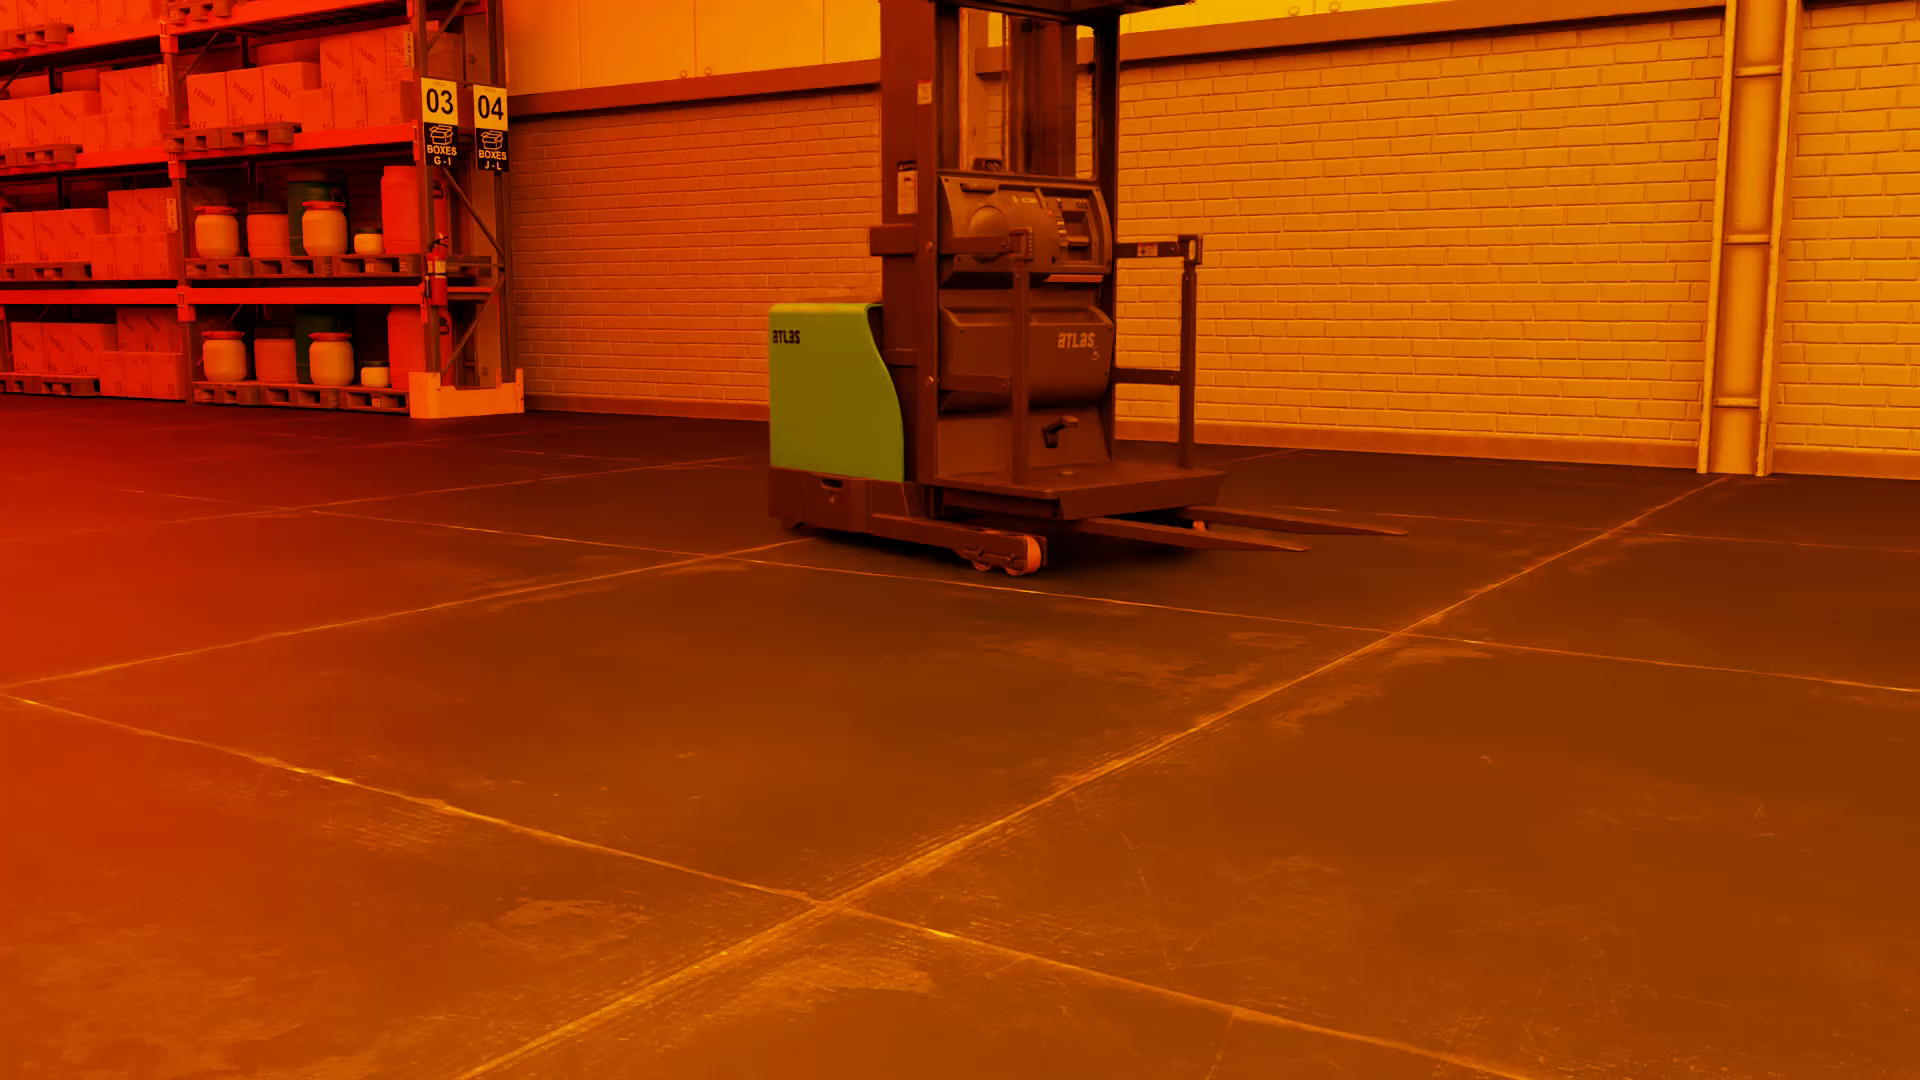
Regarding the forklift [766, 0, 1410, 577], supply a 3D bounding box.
[{"bbox_3d":[0.433,-1.386,6.939,1.130,2.935,3.031,-7,11,-41],"label":"forklift"}]
